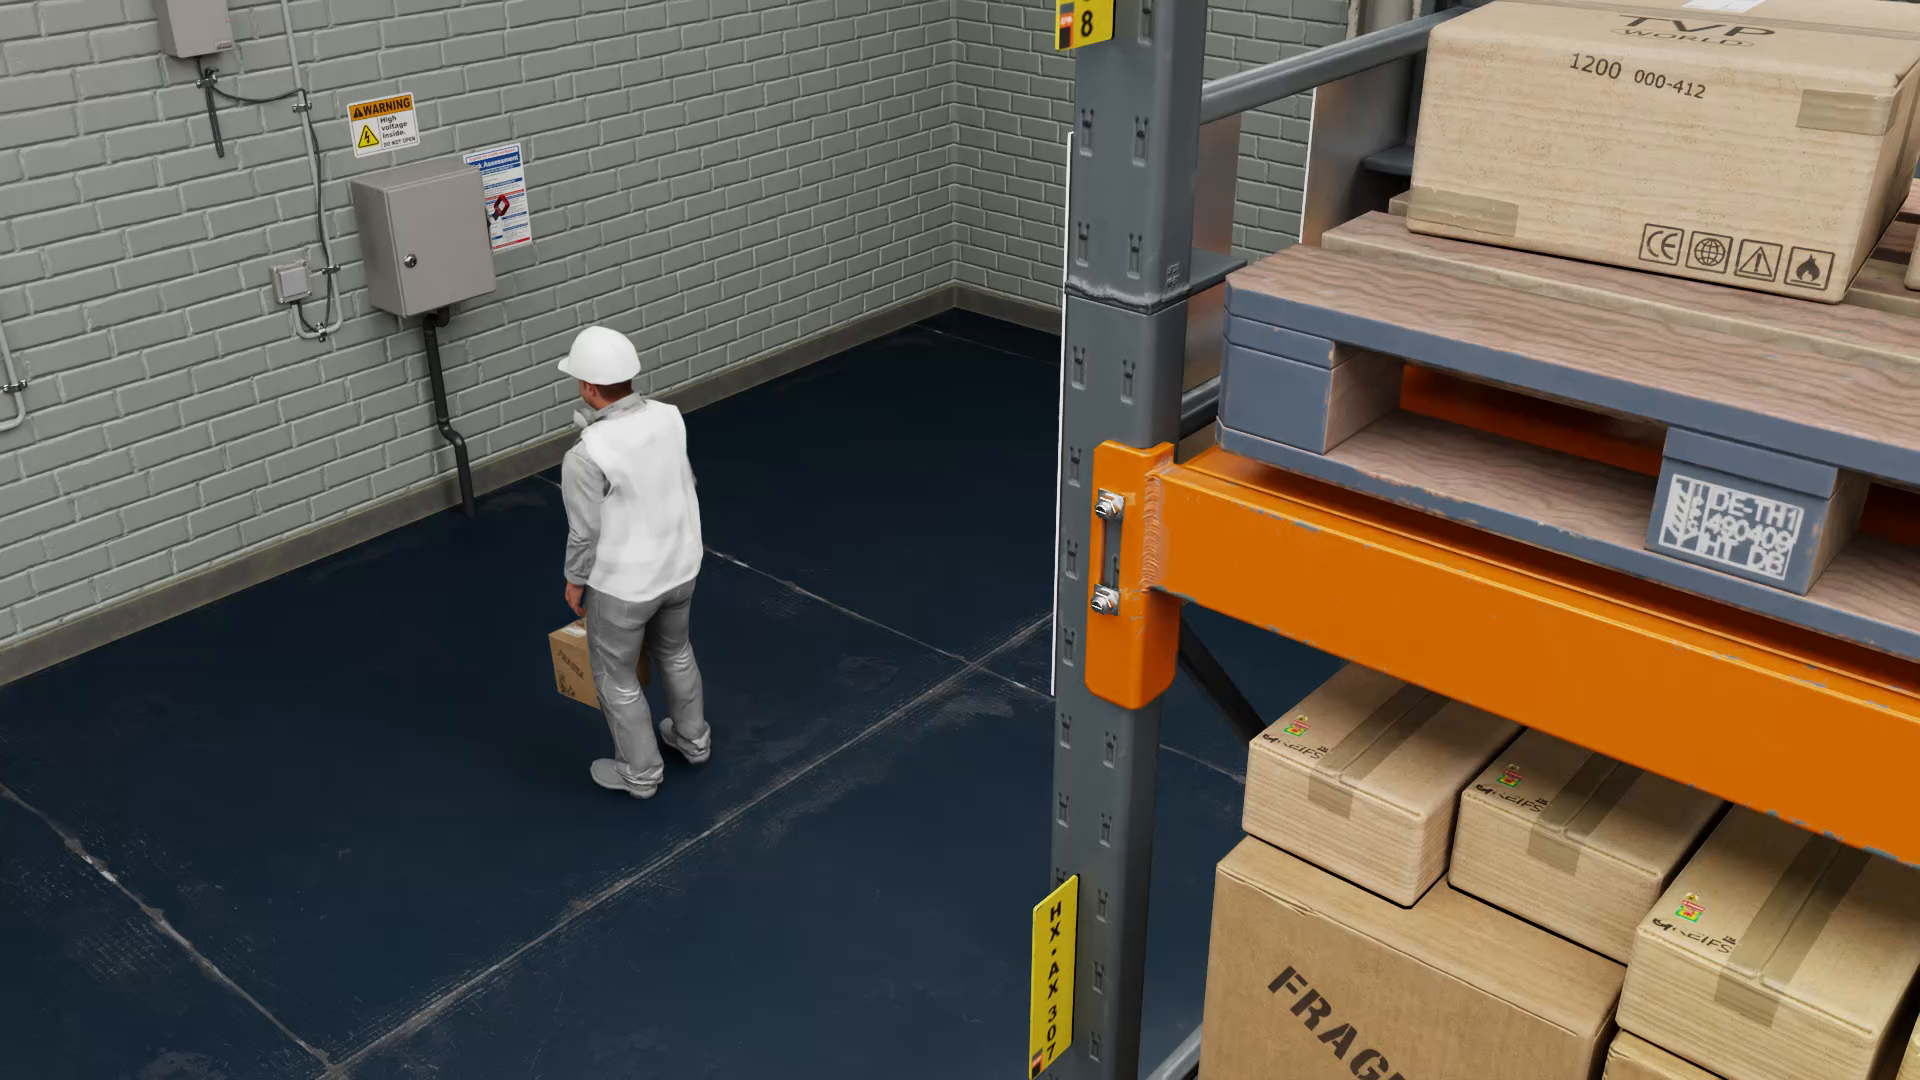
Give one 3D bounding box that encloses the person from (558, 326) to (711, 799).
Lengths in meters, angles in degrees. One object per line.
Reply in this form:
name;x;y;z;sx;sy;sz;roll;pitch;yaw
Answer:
person;-1.148;0.096;5.900;0.439;1.773;0.563;20;33;33
